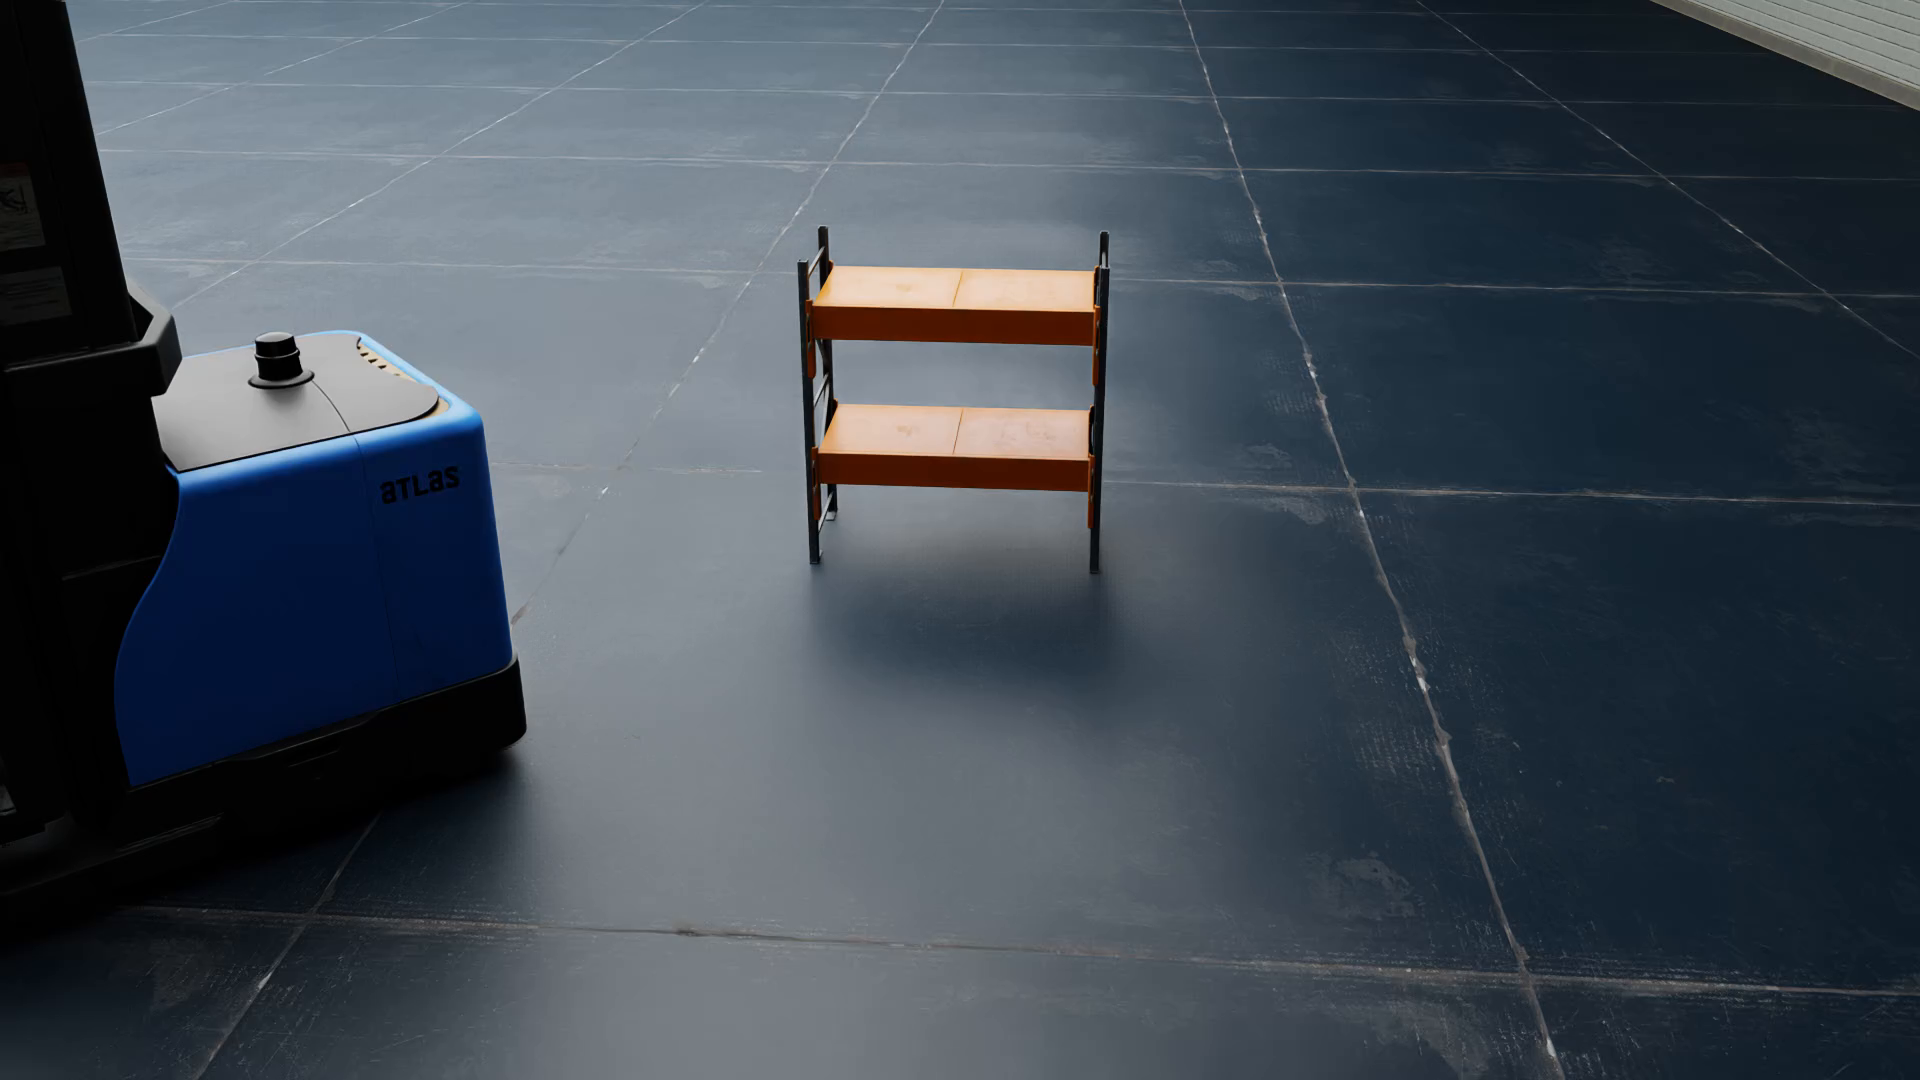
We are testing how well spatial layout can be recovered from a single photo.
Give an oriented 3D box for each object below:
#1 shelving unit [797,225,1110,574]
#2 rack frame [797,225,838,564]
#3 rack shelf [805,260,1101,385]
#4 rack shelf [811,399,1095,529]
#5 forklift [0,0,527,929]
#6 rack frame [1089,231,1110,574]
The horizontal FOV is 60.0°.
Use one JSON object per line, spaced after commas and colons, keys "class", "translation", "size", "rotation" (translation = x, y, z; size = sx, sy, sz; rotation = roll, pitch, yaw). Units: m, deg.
{"class": "shelving unit", "translation": [-0.007, -0.511, 6.015], "size": [1.048, 1.125, 0.538], "rotation": [2, 25, 4]}
{"class": "rack frame", "translation": [-0.514, -0.527, 6.051], "size": [0.032, 1.125, 0.500], "rotation": [2, 25, 4]}
{"class": "rack shelf", "translation": [-0.007, -0.777, 5.893], "size": [1.000, 0.278, 0.538], "rotation": [2, 25, 4]}
{"class": "rack shelf", "translation": [-0.007, -0.289, 6.118], "size": [1.000, 0.278, 0.538], "rotation": [2, 25, 4]}
{"class": "forklift", "translation": [-2.744, -0.483, 3.793], "size": [3.031, 2.935, 1.130], "rotation": [-18, 30, -34]}
{"class": "rack frame", "translation": [0.500, -0.495, 5.980], "size": [0.032, 1.125, 0.500], "rotation": [2, 25, 4]}
